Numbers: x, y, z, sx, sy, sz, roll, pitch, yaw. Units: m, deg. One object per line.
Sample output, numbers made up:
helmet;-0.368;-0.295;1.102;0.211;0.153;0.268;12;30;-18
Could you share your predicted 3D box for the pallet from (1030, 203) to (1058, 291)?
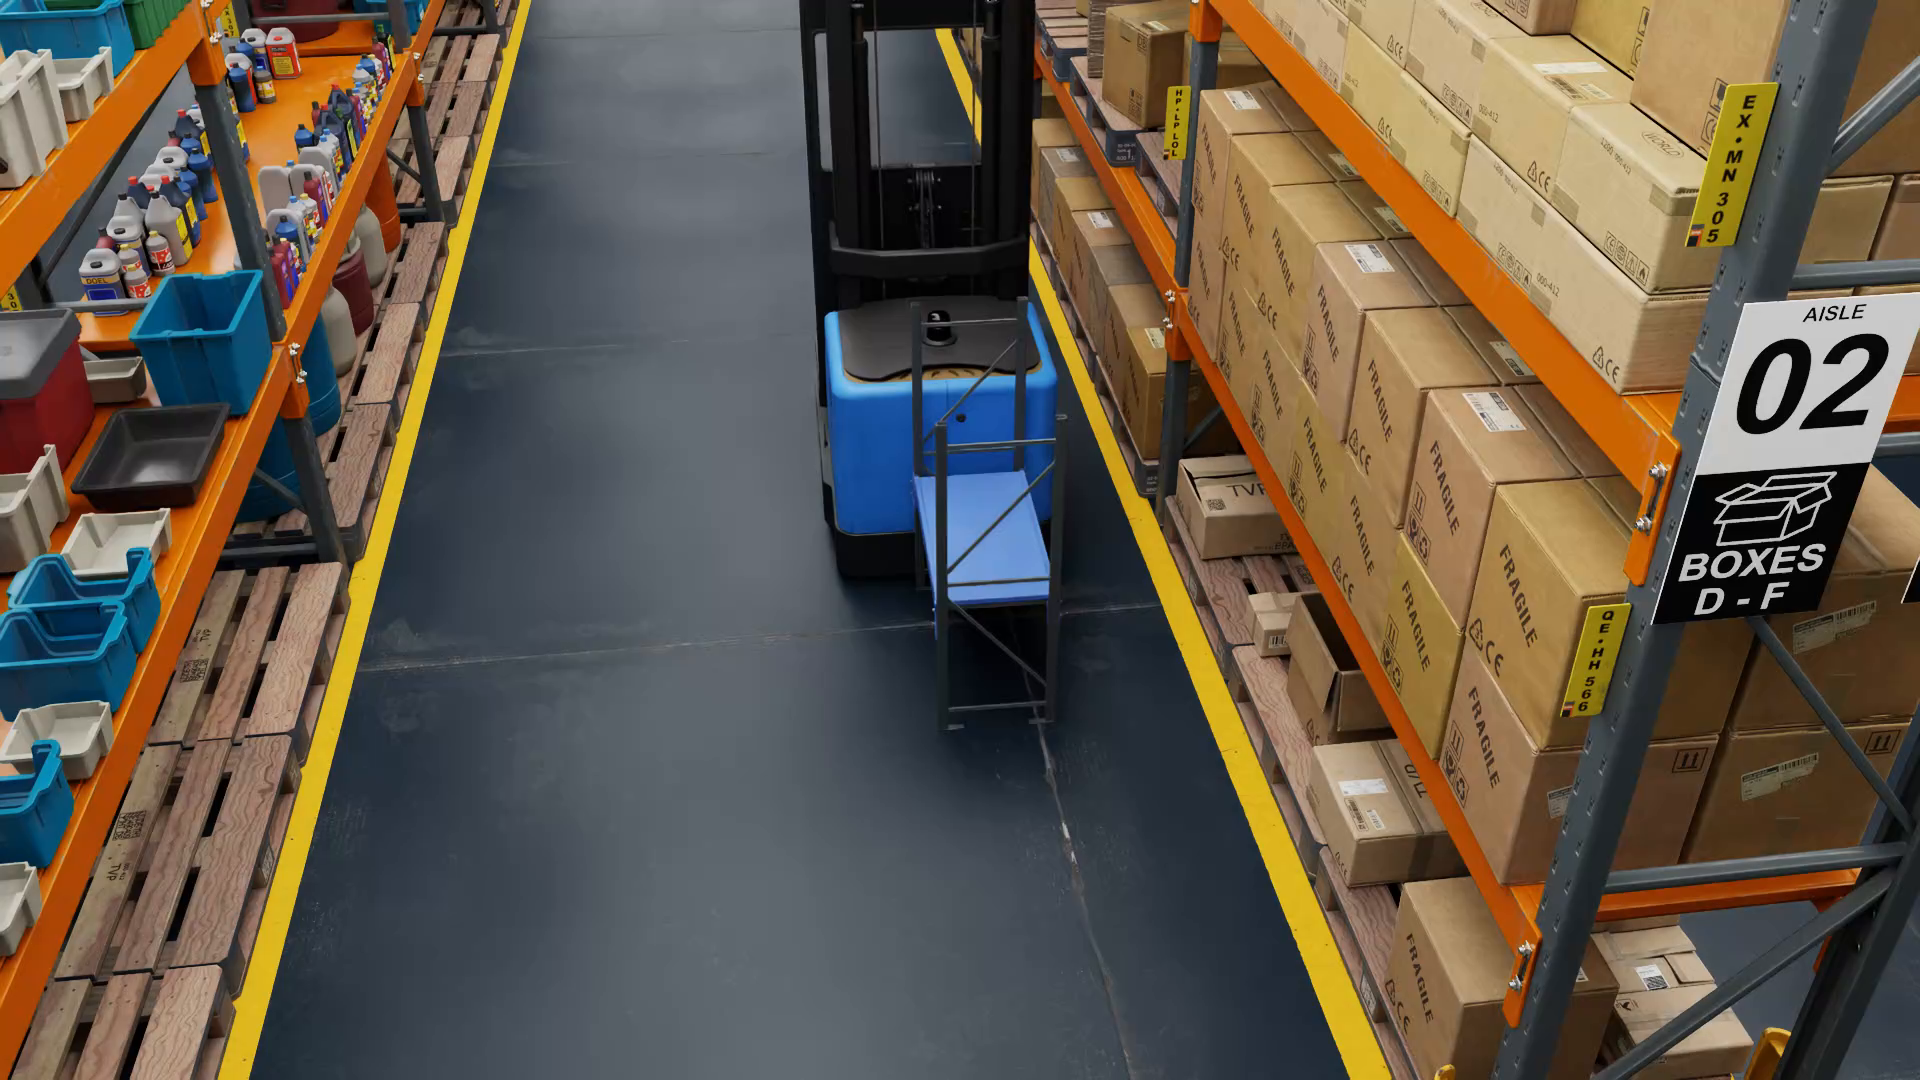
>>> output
pallet;1.015;-2.031;11.043;1.003;0.211;1.213;-4;35;-6

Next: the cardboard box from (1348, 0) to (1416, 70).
cardboard box;1.501;-1.627;5.000;0.500;0.250;0.500;-4;35;-6

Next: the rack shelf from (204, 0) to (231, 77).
rack shelf;-3.688;-3.056;8.046;1.077;0.370;4.000;-4;35;-6

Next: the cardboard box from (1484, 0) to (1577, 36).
cardboard box;1.786;-1.675;4.403;0.700;0.500;0.500;-4;35;-6

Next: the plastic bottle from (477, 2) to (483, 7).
plastic bottle;-4.280;-4.902;14.802;0.061;0.283;0.133;-4;35;-6

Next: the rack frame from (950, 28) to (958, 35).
rack frame;0.414;-5.835;14.149;1.000;3.000;0.127;-4;35;-6

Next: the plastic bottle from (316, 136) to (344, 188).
plastic bottle;-3.248;-1.945;8.554;0.097;0.271;0.097;0;34;0

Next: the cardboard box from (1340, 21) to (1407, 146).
cardboard box;1.509;-1.421;5.141;0.500;0.250;0.500;-4;35;-6

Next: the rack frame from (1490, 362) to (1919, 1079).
rack frame;2.028;0.861;4.323;1.000;3.000;0.127;-4;35;-6

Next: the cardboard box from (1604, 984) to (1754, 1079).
cardboard box;2.312;1.598;5.383;0.380;0.149;0.250;-4;35;-6

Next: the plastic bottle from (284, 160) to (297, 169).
plastic bottle;-3.381;-1.829;8.447;0.097;0.201;0.097;0;34;0

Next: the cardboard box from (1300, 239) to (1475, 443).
cardboard box;1.483;-0.678;5.605;0.500;0.500;0.500;-3;34;-5

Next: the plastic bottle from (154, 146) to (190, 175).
plastic bottle;-3.959;-1.832;8.385;0.152;0.276;0.135;-4;35;-6

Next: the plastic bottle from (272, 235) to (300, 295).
plastic bottle;-3.064;-1.261;7.540;0.061;0.283;0.133;-4;35;-6

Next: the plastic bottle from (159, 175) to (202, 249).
plastic bottle;-3.749;-1.580;7.948;0.144;0.351;0.185;-4;35;-6

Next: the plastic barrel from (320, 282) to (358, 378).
plastic barrel;-3.558;-1.165;9.133;0.421;0.512;0.421;0;34;0

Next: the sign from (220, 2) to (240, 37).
sign;-4.501;-3.252;10.213;0.100;0.325;0.005;-4;35;-6

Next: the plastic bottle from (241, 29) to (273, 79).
plastic bottle;-4.219;-2.913;9.971;0.152;0.276;0.135;-4;35;-6

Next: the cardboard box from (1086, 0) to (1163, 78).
cardboard box;1.082;-2.950;9.454;0.700;0.500;0.500;2;34;3

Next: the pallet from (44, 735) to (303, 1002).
pallet;-3.115;1.244;6.237;1.003;0.211;1.213;-4;35;-6

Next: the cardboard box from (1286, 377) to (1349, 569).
cardboard box;1.495;-0.259;5.877;0.500;0.500;0.500;-5;35;-7

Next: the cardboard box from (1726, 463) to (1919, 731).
cardboard box;2.229;0.139;4.406;0.500;0.500;0.500;-3;34;-5

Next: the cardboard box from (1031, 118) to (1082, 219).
cardboard box;0.730;-2.476;11.049;0.500;0.500;0.500;-3;34;-4

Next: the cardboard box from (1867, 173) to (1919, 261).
cardboard box;2.216;-0.829;3.829;0.500;0.250;0.500;-4;35;-6

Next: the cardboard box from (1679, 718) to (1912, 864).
cardboard box;2.229;0.552;4.687;0.500;0.500;0.500;-4;34;-5

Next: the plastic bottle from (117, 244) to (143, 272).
plastic bottle;-3.793;-1.253;7.601;0.097;0.201;0.097;0;34;0

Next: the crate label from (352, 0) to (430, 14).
crate label;-3.823;-3.820;11.160;0.502;0.435;0.616;-4;35;-6

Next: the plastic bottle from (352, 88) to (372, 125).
plastic bottle;-3.373;-2.434;9.334;0.097;0.201;0.097;0;34;0

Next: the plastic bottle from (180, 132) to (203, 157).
plastic bottle;-3.959;-1.972;8.594;0.097;0.271;0.097;0;34;0

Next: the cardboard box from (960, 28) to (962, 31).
cardboard box;0.222;-4.629;14.447;0.500;0.250;0.500;-5;35;-8

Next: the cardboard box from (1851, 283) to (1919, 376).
cardboard box;2.210;-0.622;3.969;0.500;0.250;0.500;-4;35;-6

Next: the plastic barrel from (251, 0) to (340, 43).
plastic barrel;-4.320;-3.522;10.634;0.600;0.536;0.708;-4;35;-6

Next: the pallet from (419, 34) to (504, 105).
pallet;-4.351;-3.875;13.748;1.003;0.211;1.213;-4;35;-6

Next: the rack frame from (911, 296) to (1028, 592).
rack frame;0.040;-0.398;7.503;0.500;1.500;0.032;-4;34;-5

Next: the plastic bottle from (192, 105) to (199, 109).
plastic bottle;-4.075;-2.200;8.928;0.097;0.271;0.097;0;34;0

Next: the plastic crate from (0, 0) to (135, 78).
plastic crate;-2.980;-1.684;5.543;0.416;0.233;0.300;-4;35;-6

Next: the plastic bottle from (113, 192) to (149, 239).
plastic bottle;-3.867;-1.466;7.781;0.144;0.351;0.185;-4;35;-6

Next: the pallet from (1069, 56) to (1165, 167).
pallet;1.218;-2.439;9.336;1.003;0.211;1.213;-4;35;-6

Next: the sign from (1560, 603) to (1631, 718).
sign;1.475;0.283;3.862;0.100;0.325;0.005;-4;35;-6

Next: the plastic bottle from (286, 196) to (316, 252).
plastic bottle;-3.142;-1.503;7.906;0.097;0.271;0.097;0;34;0

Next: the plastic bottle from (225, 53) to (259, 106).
plastic bottle;-4.157;-2.655;9.592;0.152;0.276;0.135;-4;35;-6

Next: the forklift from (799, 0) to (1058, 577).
forklift;-0.224;-1.849;8.360;1.130;2.935;3.031;-4;34;-5

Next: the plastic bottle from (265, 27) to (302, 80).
plastic bottle;-4.069;-2.924;9.988;0.152;0.276;0.135;-4;35;-6

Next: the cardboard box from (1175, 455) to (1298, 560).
cardboard box;1.332;-0.191;7.864;0.500;0.311;0.500;-4;35;-6

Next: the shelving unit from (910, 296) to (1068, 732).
shelving unit;0.098;-0.114;7.085;0.538;1.500;1.048;-4;34;-5

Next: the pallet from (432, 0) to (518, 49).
pallet;-4.544;-4.688;14.941;1.003;0.211;1.213;-4;35;-6

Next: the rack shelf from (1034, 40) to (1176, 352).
rack shelf;1.221;-2.190;9.438;1.077;0.370;4.000;-4;35;-6

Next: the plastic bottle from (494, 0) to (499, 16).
plastic bottle;-4.104;-4.728;14.556;0.097;0.271;0.097;0;34;0

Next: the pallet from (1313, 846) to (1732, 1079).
pallet;1.909;1.526;5.823;1.003;0.211;1.213;-4;35;-6

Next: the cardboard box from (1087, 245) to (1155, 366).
cardboard box;1.014;-1.330;9.367;0.500;0.500;0.500;-4;34;-6

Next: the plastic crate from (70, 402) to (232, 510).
plastic crate;-3.002;-0.305;6.225;0.437;0.125;0.590;-4;35;-6

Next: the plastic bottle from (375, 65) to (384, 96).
plastic bottle;-3.438;-2.706;9.733;0.097;0.201;0.097;0;34;0

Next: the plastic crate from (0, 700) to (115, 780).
plastic crate;-2.641;0.592;4.899;0.250;0.136;0.298;-4;35;-6

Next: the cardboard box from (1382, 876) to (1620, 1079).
cardboard box;1.710;1.428;5.321;0.500;0.500;0.500;-4;35;-6

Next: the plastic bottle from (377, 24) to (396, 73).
plastic bottle;-3.480;-2.988;10.075;0.061;0.283;0.133;-4;35;-6
